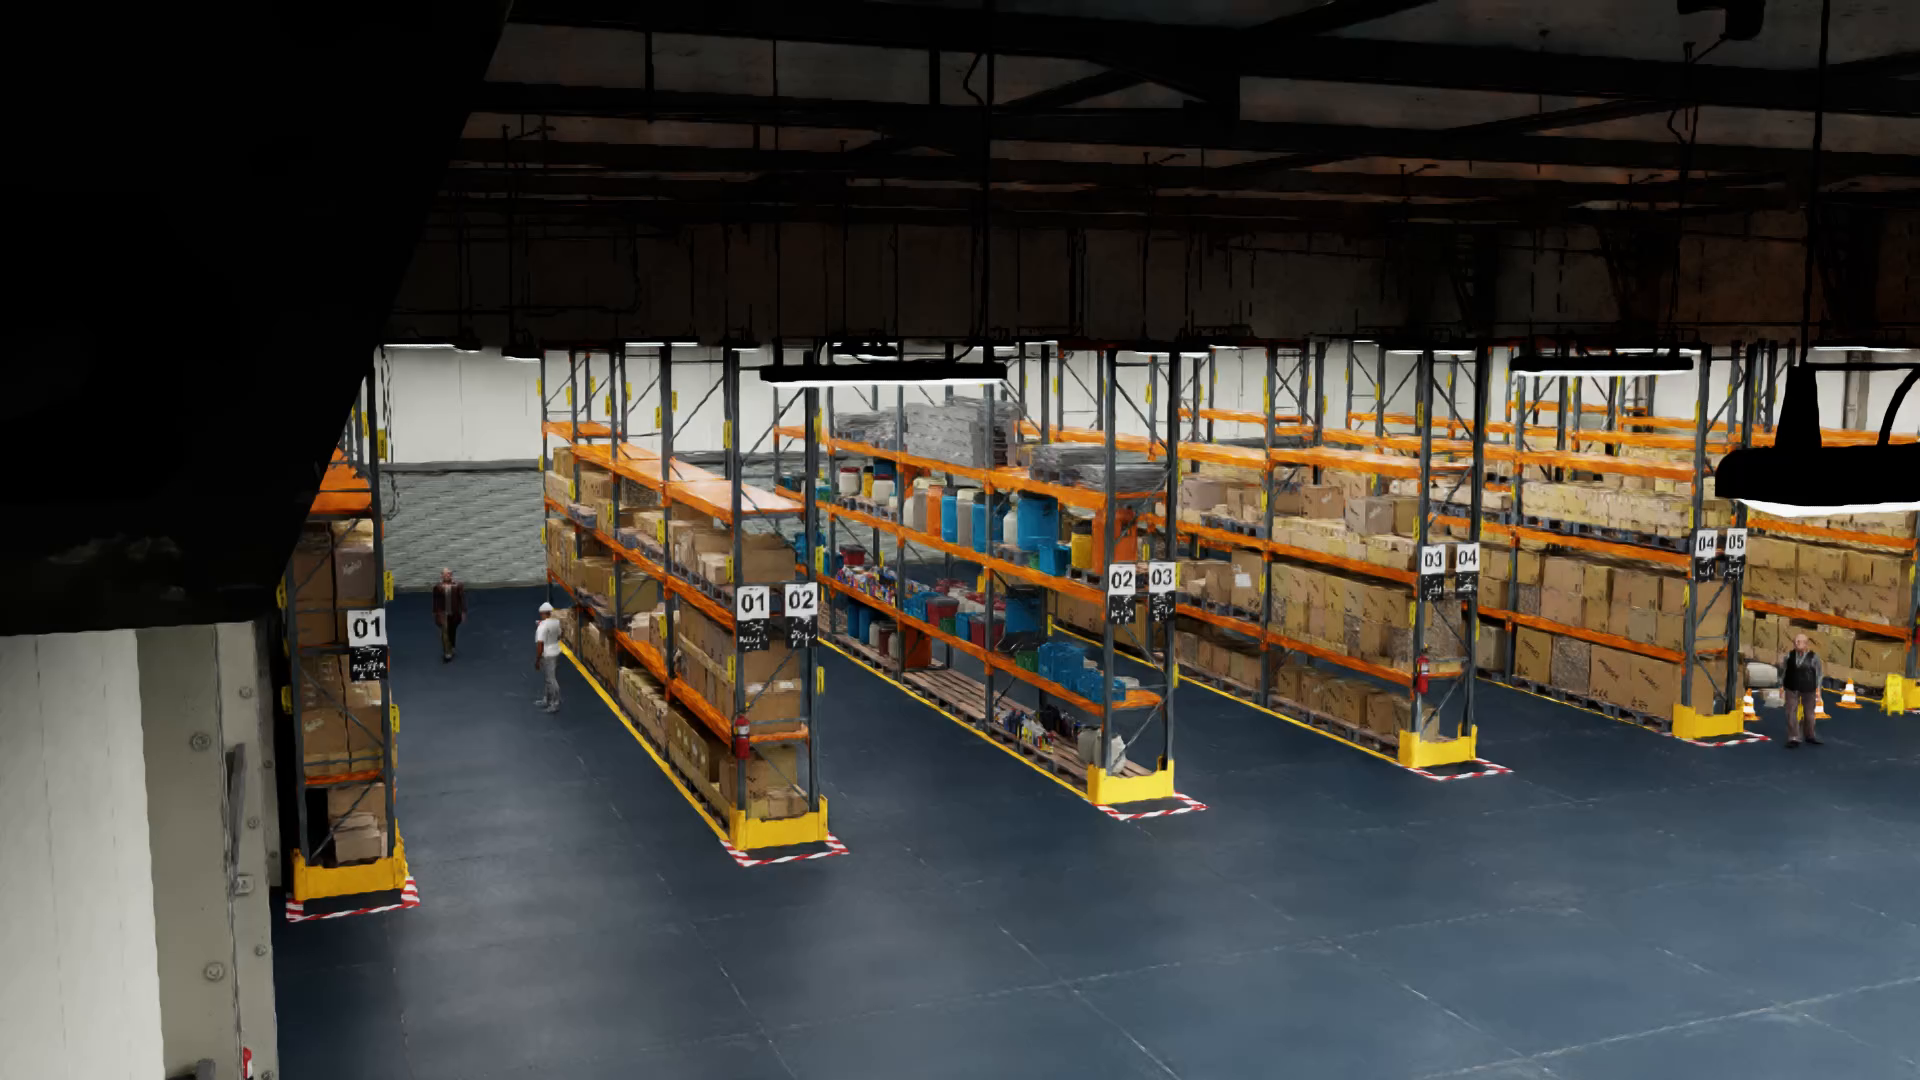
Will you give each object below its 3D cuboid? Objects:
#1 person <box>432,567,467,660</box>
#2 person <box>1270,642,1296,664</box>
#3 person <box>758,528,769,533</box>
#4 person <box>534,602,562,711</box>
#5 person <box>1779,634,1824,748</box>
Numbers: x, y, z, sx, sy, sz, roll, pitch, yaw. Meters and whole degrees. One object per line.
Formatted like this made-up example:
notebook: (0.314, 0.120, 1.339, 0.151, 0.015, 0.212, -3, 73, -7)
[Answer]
person: (-9.692, 1.370, 31.587, 0.603, 1.724, 1.111, -3, 8, -22)
person: (5.819, 1.565, 30.510, 0.446, 1.590, 1.110, -3, 8, -20)
person: (-4.550, 0.498, 38.685, 0.488, 1.624, 0.935, 0, 7, 2)
person: (-6.800, 1.891, 27.347, 0.580, 1.763, 0.671, 1, 8, 10)
person: (12.648, 2.253, 24.962, 0.631, 1.714, 0.544, 6, 10, 39)
